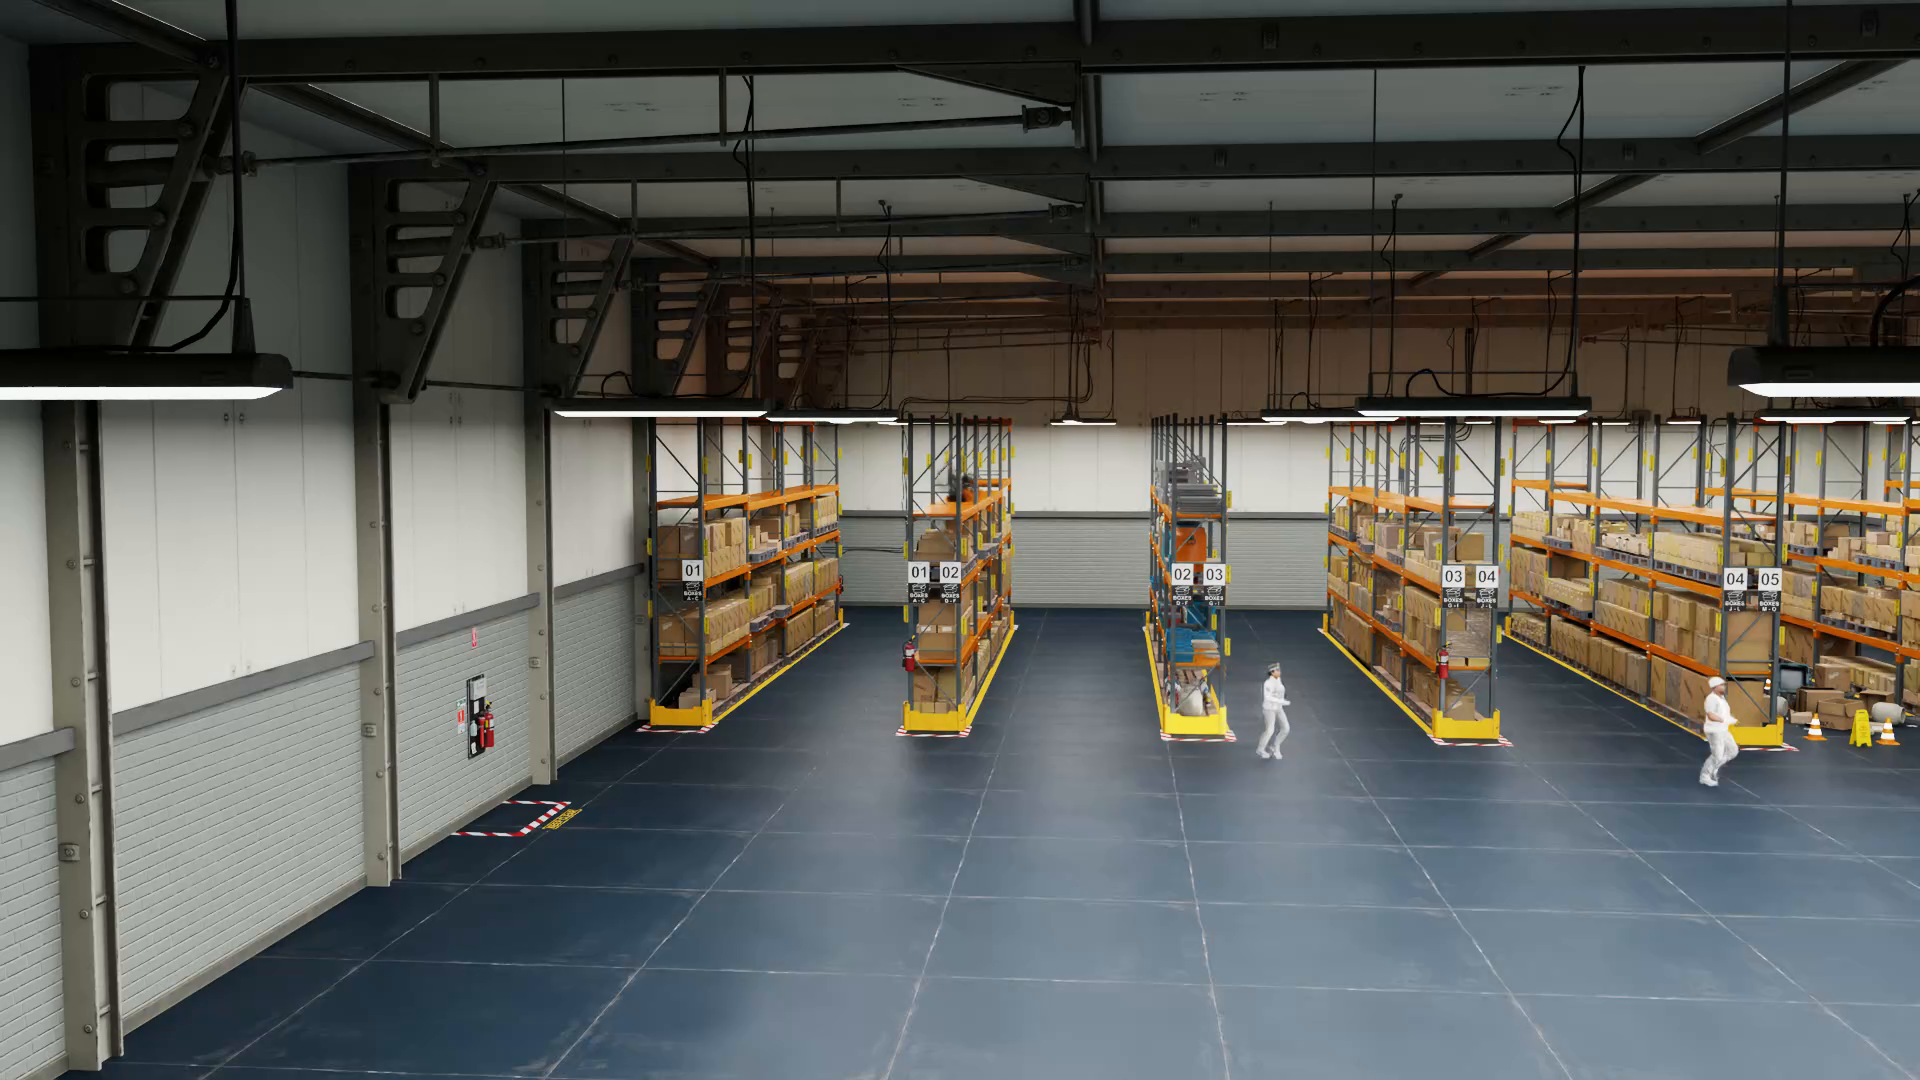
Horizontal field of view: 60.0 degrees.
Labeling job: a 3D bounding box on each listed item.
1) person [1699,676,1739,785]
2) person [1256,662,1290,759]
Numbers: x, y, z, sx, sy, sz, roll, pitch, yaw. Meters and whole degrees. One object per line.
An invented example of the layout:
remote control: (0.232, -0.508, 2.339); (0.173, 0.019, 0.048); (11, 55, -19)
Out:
person: (12.116, 3.049, 26.507); (0.577, 1.745, 0.743); (3, 5, 40)
person: (5.454, 2.957, 28.746); (0.632, 1.714, 0.676); (-4, 5, -44)
